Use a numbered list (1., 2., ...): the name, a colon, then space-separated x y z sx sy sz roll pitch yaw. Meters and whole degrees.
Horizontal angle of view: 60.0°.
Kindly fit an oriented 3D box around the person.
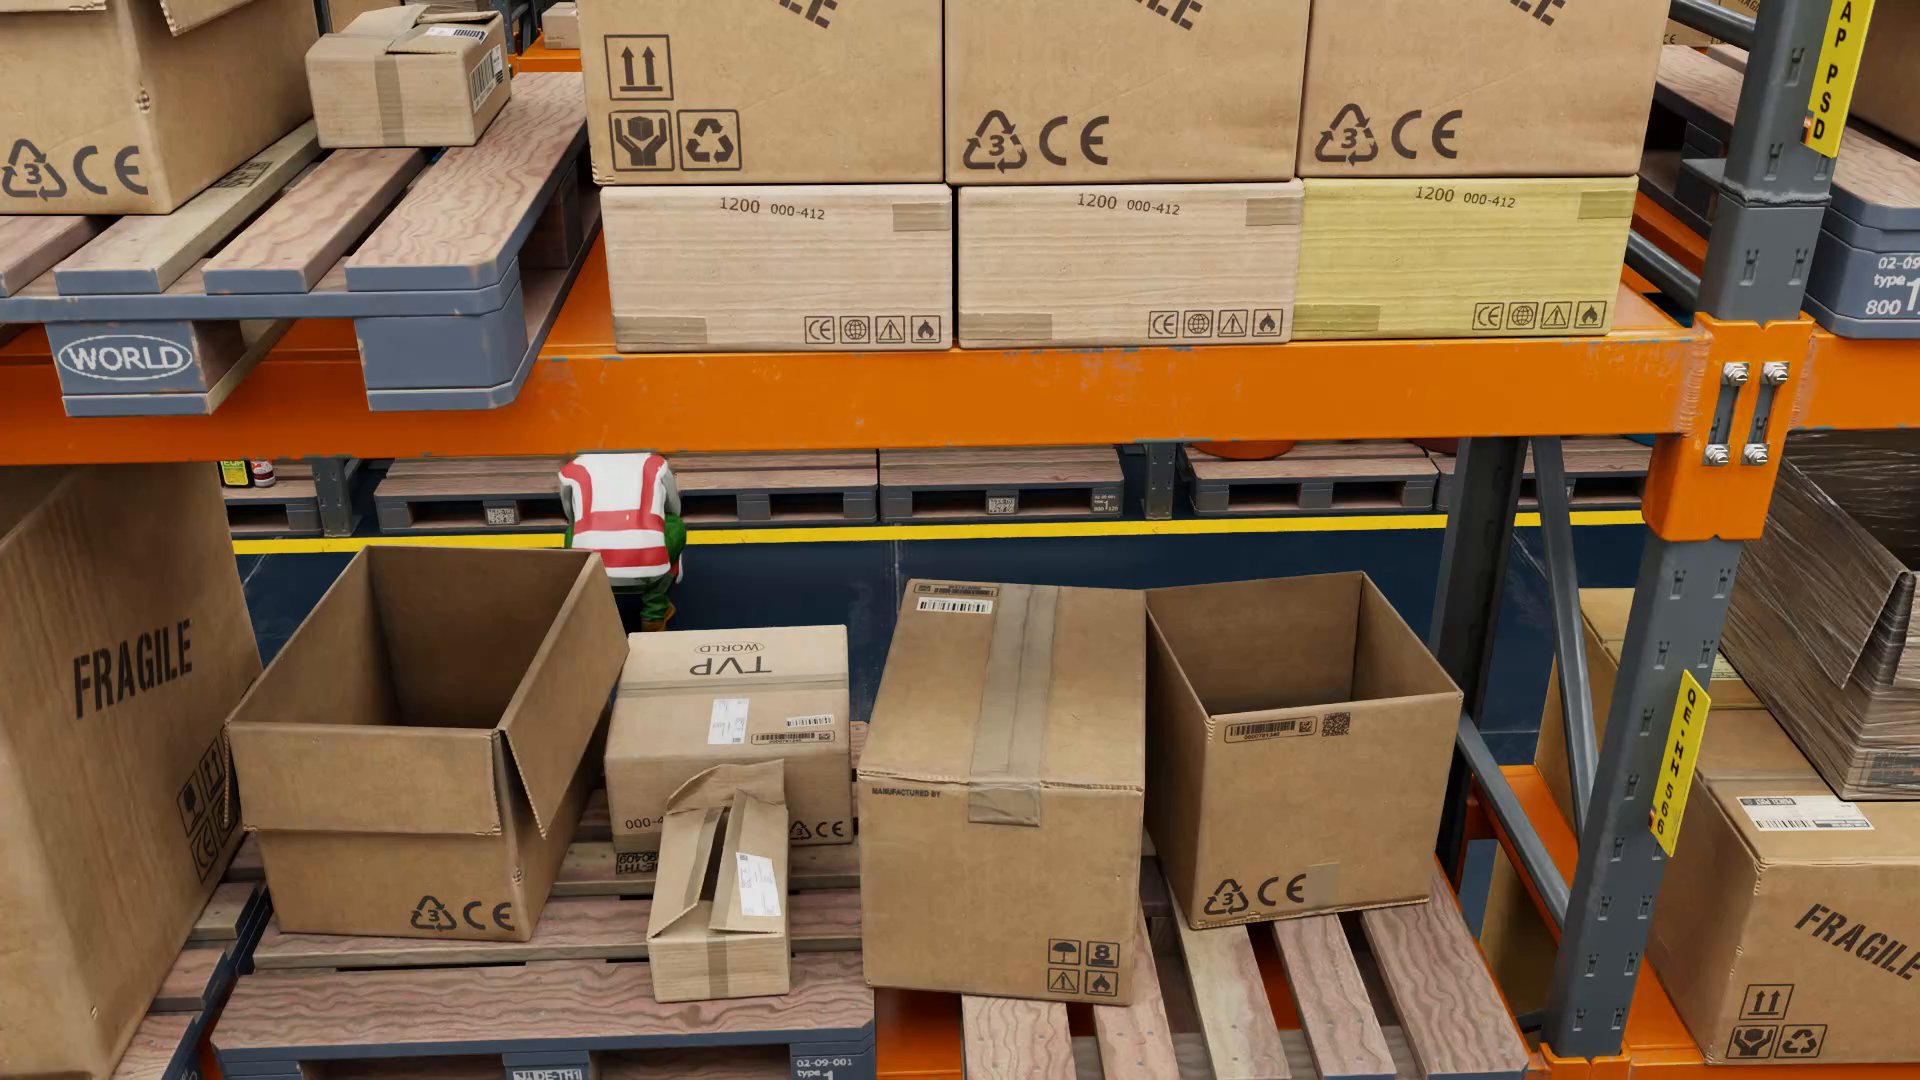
1. person: -1.462 -0.004 7.265 0.526 0.833 0.940 -2 27 -4
